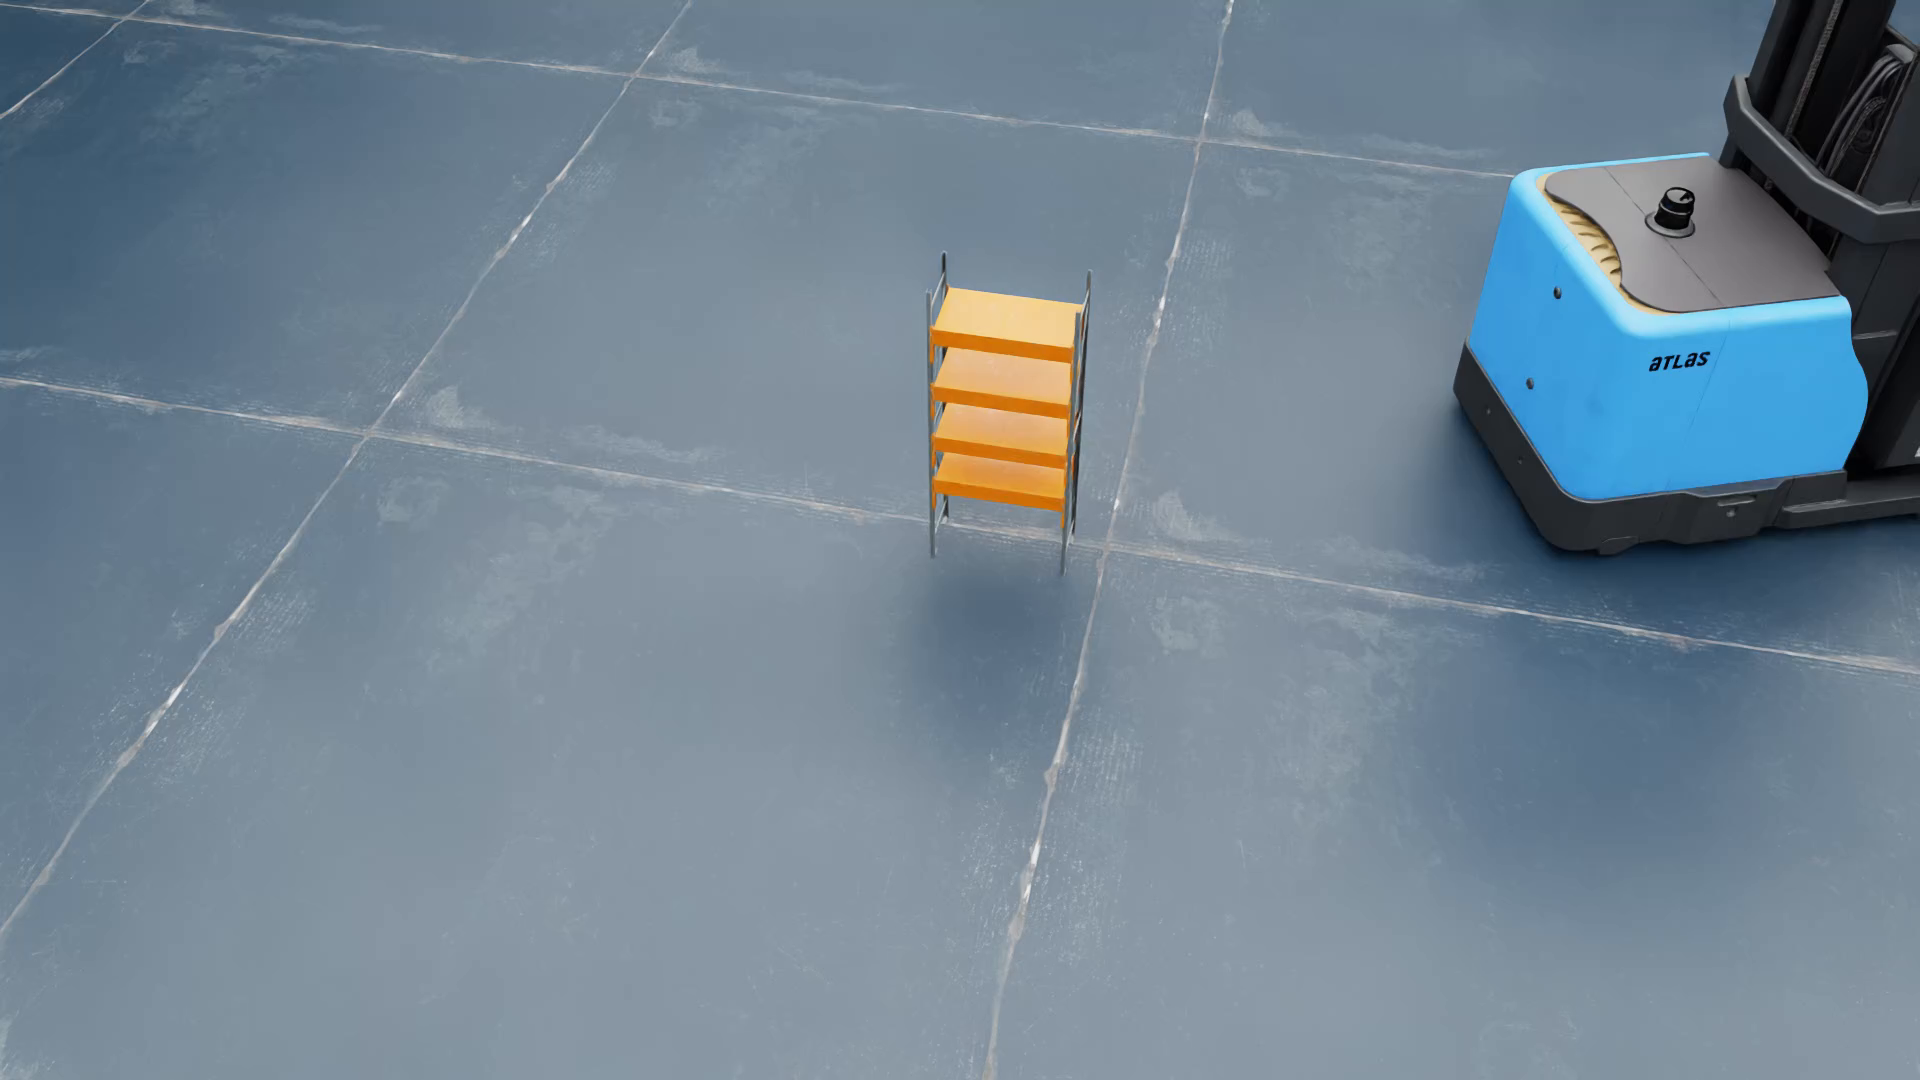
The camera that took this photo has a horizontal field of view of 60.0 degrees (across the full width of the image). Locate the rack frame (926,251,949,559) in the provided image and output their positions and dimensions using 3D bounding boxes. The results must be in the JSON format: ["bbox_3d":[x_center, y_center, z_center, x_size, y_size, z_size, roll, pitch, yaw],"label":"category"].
[{"bbox_3d":[-0.077,-0.444,5.846,0.015,1.200,0.240,9,45,9],"label":"rack frame"}]

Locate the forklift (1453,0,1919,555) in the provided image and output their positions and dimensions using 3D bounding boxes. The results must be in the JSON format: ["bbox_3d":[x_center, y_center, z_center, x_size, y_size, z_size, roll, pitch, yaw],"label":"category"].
[{"bbox_3d":[3.575,-1.493,5.688,3.031,2.935,1.130,-7,44,-7],"label":"forklift"}]

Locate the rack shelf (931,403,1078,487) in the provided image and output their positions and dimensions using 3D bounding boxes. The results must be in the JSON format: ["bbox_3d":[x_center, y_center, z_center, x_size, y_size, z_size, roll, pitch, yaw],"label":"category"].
[{"bbox_3d":[0.162,-0.359,5.855,0.480,0.148,0.258,9,45,9],"label":"rack shelf"}]

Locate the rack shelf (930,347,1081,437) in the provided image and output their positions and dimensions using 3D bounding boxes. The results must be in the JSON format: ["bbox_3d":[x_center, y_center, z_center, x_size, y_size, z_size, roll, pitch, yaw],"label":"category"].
[{"bbox_3d":[0.162,-0.520,5.699,0.480,0.148,0.258,9,45,9],"label":"rack shelf"}]

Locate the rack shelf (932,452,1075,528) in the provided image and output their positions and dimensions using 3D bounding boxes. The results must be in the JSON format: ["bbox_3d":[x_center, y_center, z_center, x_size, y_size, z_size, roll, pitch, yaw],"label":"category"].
[{"bbox_3d":[0.162,-0.216,5.992,0.480,0.148,0.258,9,45,9],"label":"rack shelf"}]

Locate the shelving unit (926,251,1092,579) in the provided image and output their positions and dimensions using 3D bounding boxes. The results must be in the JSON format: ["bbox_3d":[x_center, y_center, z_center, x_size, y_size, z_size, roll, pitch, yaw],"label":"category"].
[{"bbox_3d":[0.162,-0.407,5.808,0.503,1.200,0.258,9,45,9],"label":"shelving unit"}]

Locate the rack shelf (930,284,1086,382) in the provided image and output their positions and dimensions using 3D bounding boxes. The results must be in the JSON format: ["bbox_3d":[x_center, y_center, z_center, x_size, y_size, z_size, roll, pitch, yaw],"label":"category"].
[{"bbox_3d":[0.162,-0.690,5.535,0.480,0.148,0.258,9,45,9],"label":"rack shelf"}]

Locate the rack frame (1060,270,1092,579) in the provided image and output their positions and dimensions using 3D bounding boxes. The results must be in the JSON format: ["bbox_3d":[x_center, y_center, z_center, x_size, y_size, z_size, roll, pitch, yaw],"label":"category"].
[{"bbox_3d":[0.400,-0.370,5.769,0.015,1.200,0.240,9,45,9],"label":"rack frame"}]
